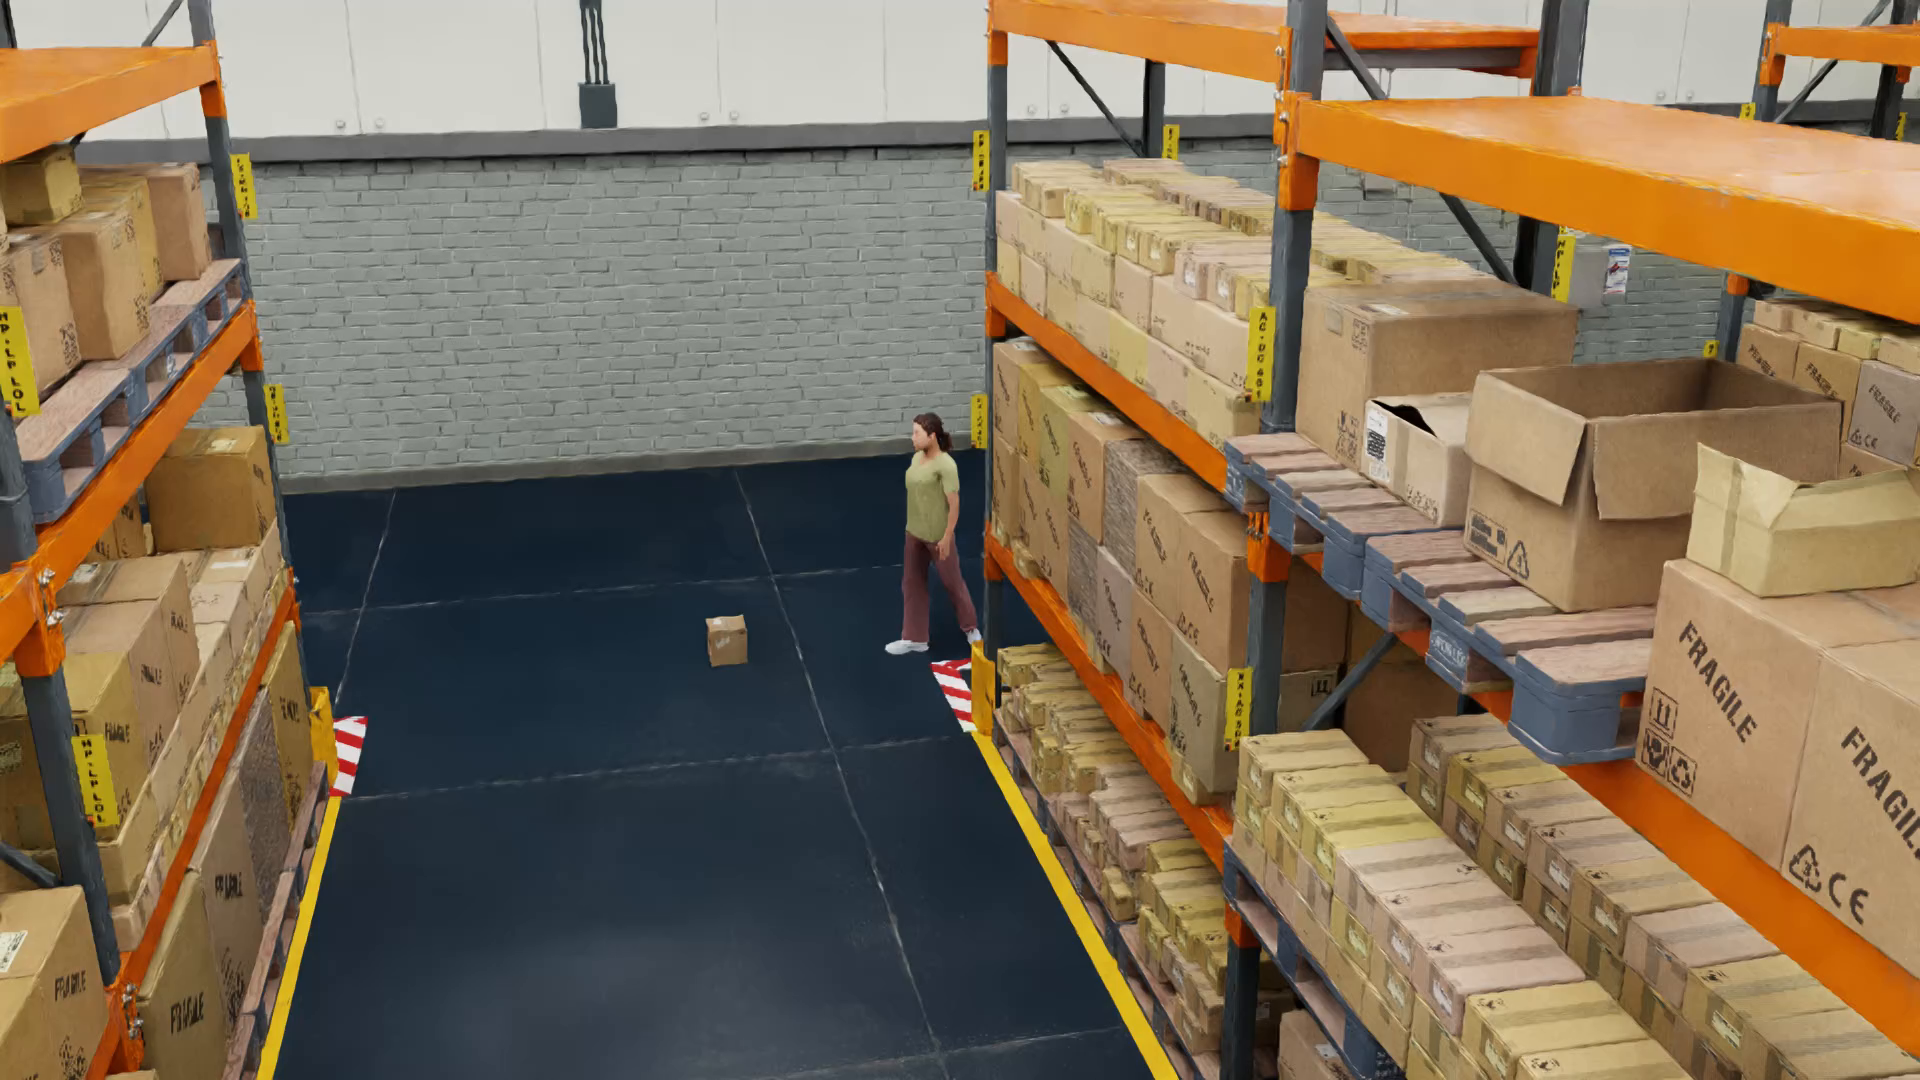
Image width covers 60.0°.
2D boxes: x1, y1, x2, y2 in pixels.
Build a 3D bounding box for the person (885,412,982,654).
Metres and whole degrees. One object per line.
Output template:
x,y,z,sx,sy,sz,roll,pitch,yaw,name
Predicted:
-0.185,-0.051,11.230,0.665,1.662,0.585,-18,26,-41,person
